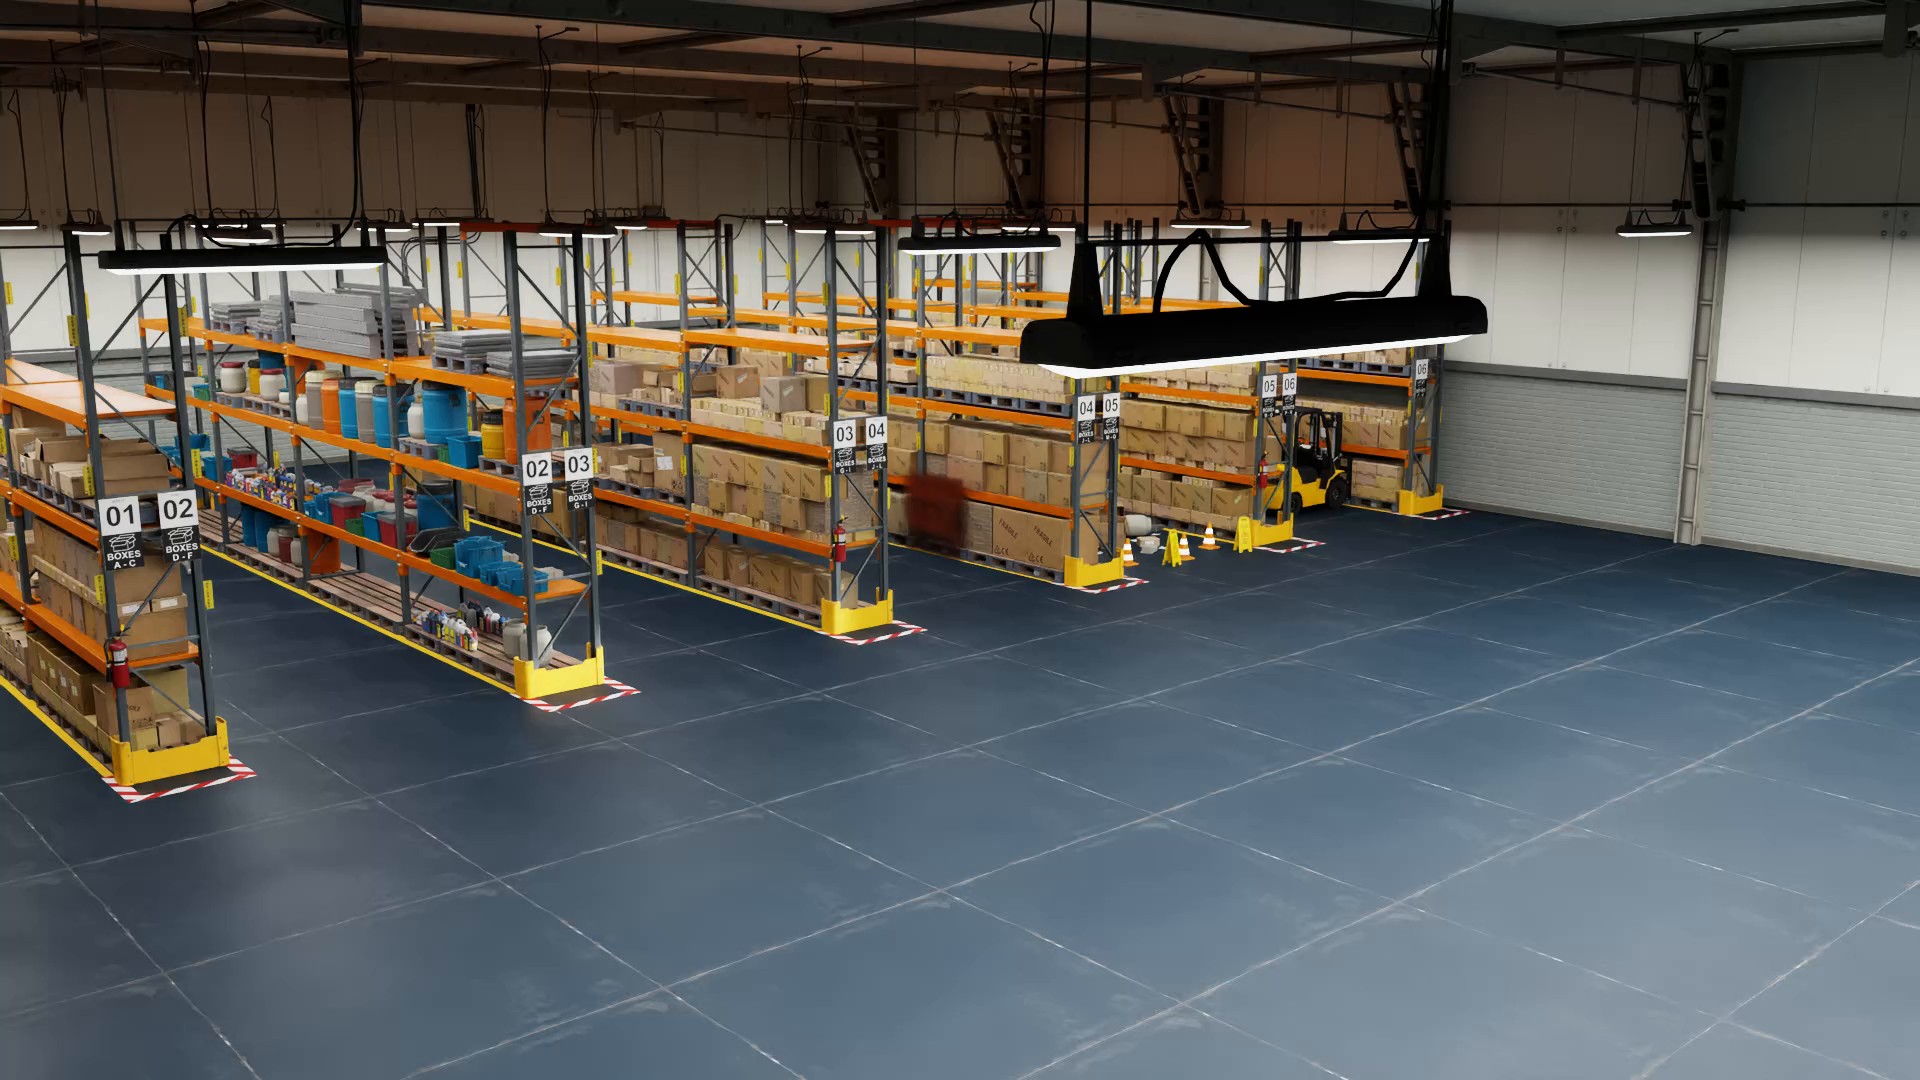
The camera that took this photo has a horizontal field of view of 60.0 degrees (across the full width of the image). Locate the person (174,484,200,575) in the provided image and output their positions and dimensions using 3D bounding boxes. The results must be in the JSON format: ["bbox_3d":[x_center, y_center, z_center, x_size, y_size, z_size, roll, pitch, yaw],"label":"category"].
[{"bbox_3d":[-13.505,-0.218,28.925,0.447,1.540,0.972,-10,15,-41],"label":"person"}]

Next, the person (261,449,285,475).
[{"bbox_3d":[-13.469,-0.978,32.740,1.016,1.525,0.542,7,14,33],"label":"person"}]
